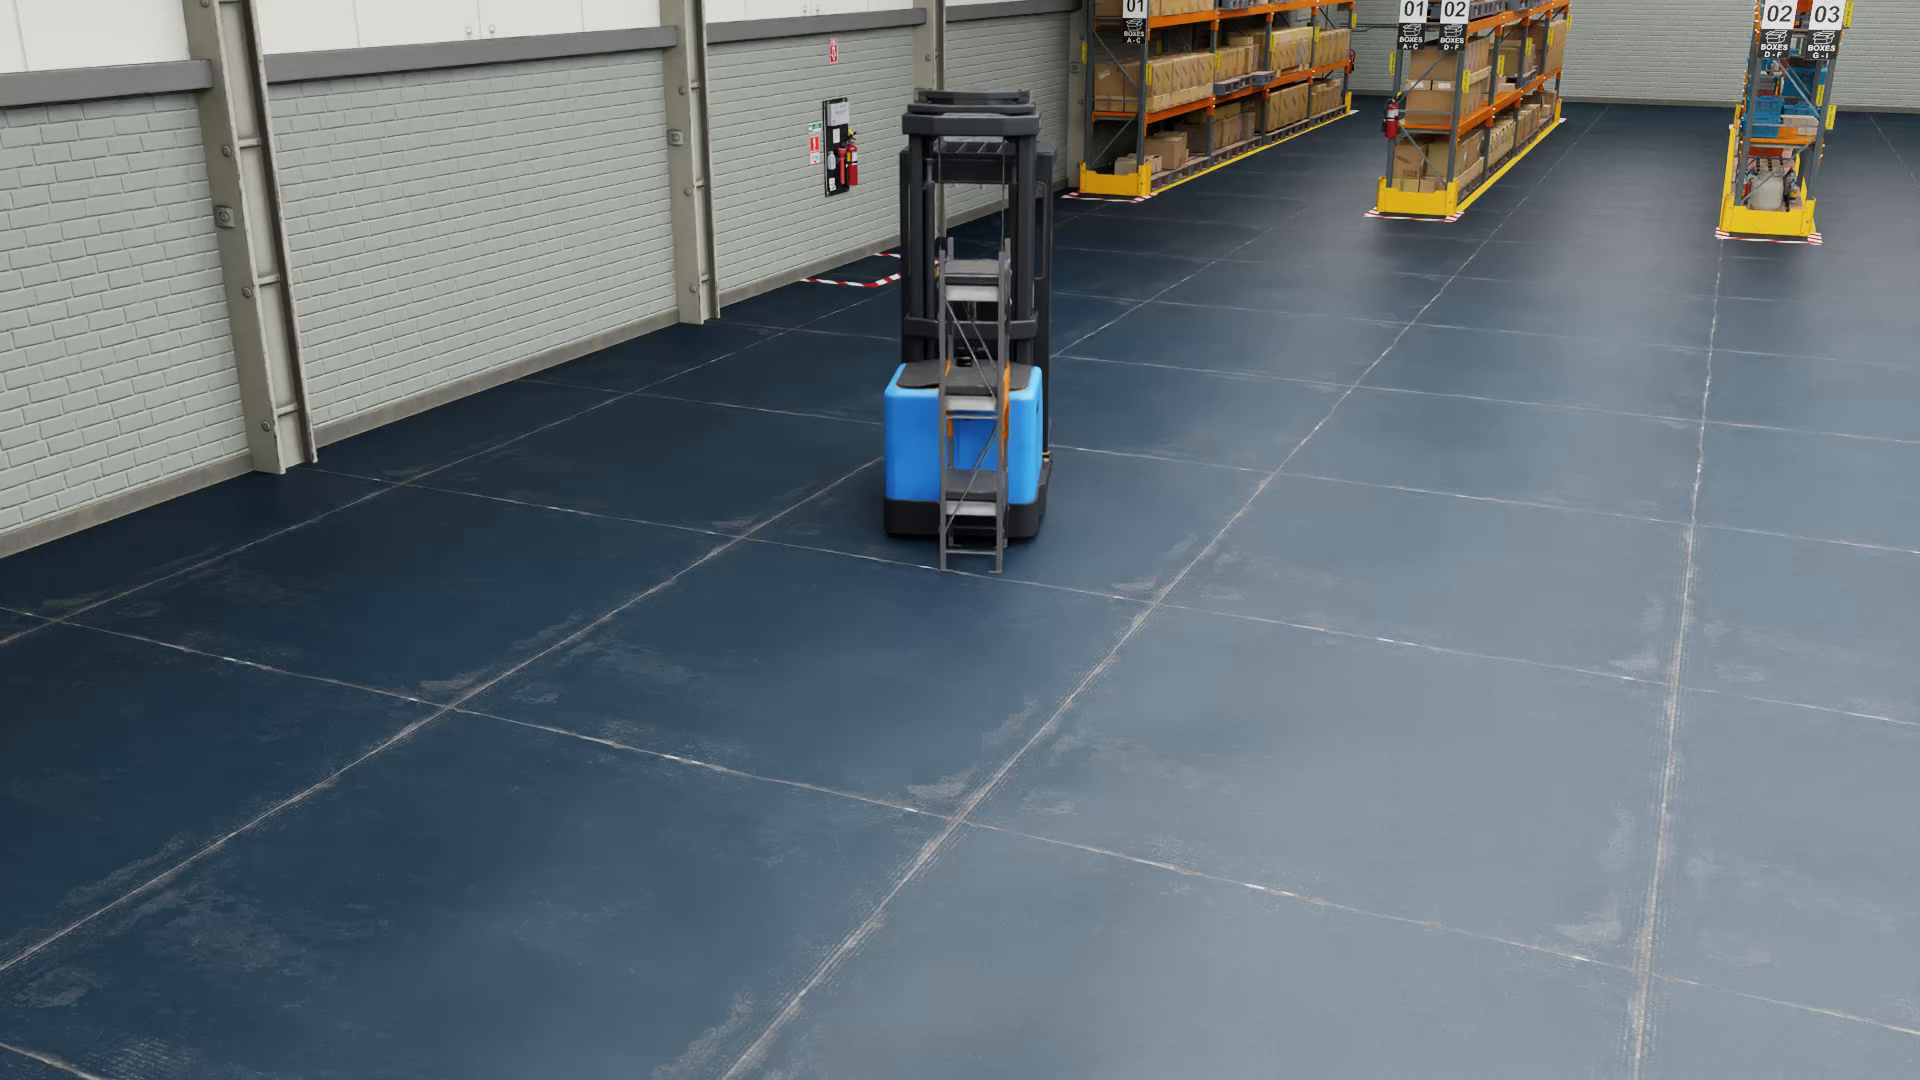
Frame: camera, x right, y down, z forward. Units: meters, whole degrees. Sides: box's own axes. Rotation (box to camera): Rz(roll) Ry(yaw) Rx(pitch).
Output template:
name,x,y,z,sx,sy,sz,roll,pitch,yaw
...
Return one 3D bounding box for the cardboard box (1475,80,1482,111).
name,x,y,z,sx,sy,sz,roll,pitch,yaw
cardboard box,8.317,-7.466,27.837,0.700,0.500,0.500,8,21,22

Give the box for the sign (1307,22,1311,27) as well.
name,x,y,z,sx,sy,sz,roll,pitch,yaw
sign,8.592,-12.588,40.977,0.100,0.325,0.005,9,21,23

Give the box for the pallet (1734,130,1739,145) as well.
name,x,y,z,sx,sy,sz,roll,pitch,yaw
pallet,16.762,-8.399,34.770,1.003,0.211,1.213,9,21,23

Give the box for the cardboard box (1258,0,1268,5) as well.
name,x,y,z,sx,sy,sz,roll,pitch,yaw
cardboard box,5.772,-10.742,32.825,0.500,0.311,0.500,9,21,23

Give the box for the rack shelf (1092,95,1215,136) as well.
name,x,y,z,sx,sy,sz,roll,pitch,yaw
rack shelf,3.363,-7.446,29.002,1.077,0.370,4.000,9,21,23

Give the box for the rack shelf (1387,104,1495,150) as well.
name,x,y,z,sx,sy,sz,roll,pitch,yaw
rack shelf,7.884,-6.767,27.094,1.077,0.370,4.000,9,21,23

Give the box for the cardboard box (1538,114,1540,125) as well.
name,x,y,z,sx,sy,sz,roll,pitch,yaw
cardboard box,12.348,-9.202,36.224,0.500,0.311,0.500,9,21,23

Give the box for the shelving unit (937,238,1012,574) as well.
name,x,y,z,sx,sy,sz,roll,pitch,yaw
shelving unit,0.096,-0.857,10.745,0.431,2.100,0.503,2,20,5

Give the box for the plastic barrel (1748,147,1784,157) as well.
name,x,y,z,sx,sy,sz,roll,pitch,yaw
plastic barrel,15.043,-7.587,30.937,0.600,0.830,0.708,9,21,23

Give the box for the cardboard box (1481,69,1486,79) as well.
name,x,y,z,sx,sy,sz,roll,pitch,yaw
cardboard box,8.579,-7.802,27.813,0.380,0.149,0.250,8,21,21

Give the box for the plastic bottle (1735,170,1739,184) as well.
name,x,y,z,sx,sy,sz,roll,pitch,yaw
plastic bottle,12.690,-5.921,27.057,0.097,0.271,0.097,0,20,0

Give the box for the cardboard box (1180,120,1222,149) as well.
name,x,y,z,sx,sy,sz,roll,pitch,yaw
cardboard box,4.634,-7.818,32.049,0.700,0.500,0.500,8,21,22

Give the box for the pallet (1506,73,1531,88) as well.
name,x,y,z,sx,sy,sz,roll,pitch,yaw
pallet,10.555,-9.067,32.773,1.213,0.211,1.003,9,21,23

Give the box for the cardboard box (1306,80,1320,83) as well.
name,x,y,z,sx,sy,sz,roll,pitch,yaw
cardboard box,8.460,-10.997,40.049,0.380,0.149,0.250,9,21,23

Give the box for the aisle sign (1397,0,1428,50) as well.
name,x,y,z,sx,sy,sz,roll,pitch,yaw
aisle sign,6.770,-7.740,24.876,0.394,0.787,0.004,9,21,23

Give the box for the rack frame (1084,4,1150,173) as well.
name,x,y,z,sx,sy,sz,roll,pitch,yaw
rack frame,2.544,-7.173,27.163,1.000,3.000,0.127,9,21,23

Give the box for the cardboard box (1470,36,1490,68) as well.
name,x,y,z,sx,sy,sz,roll,pitch,yaw
cardboard box,8.527,-8.239,28.075,0.700,0.500,0.500,9,21,23

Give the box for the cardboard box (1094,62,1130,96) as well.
name,x,y,z,sx,sy,sz,roll,pitch,yaw
cardboard box,2.543,-7.639,27.546,0.500,0.500,0.500,8,21,22

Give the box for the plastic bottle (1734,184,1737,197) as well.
name,x,y,z,sx,sy,sz,roll,pitch,yaw
plastic bottle,11.966,-5.401,25.577,0.061,0.283,0.133,9,22,24

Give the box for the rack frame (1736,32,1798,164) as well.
name,x,y,z,sx,sy,sz,roll,pitch,yaw
rack frame,14.859,-8.260,30.217,1.000,3.000,0.127,9,21,23

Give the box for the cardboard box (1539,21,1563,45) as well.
name,x,y,z,sx,sy,sz,roll,pitch,yaw
cardboard box,13.272,-11.417,37.453,0.500,0.500,0.500,9,22,24

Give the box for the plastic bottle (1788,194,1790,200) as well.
name,x,y,z,sx,sy,sz,roll,pitch,yaw
plastic bottle,12.652,-5.246,25.263,0.097,0.201,0.097,0,20,0

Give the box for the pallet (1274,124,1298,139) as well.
name,x,y,z,sx,sy,sz,roll,pitch,yaw
pallet,6.713,-8.907,36.200,1.003,0.211,1.213,9,21,23

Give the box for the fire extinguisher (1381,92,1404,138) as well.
name,x,y,z,sx,sy,sz,roll,pitch,yaw
fire extinguisher,6.593,-6.486,25.345,0.296,0.674,0.183,9,21,23

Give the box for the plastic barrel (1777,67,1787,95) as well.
name,x,y,z,sx,sy,sz,roll,pitch,yaw
plastic barrel,14.945,-8.140,29.678,0.600,0.536,0.708,9,21,23

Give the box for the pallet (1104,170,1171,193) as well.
name,x,y,z,sx,sy,sz,roll,pitch,yaw
pallet,2.940,-6.126,28.380,1.003,0.211,1.213,9,21,23

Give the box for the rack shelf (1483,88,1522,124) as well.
name,x,y,z,sx,sy,sz,roll,pitch,yaw
rack shelf,9.522,-7.990,30.533,1.077,0.370,4.000,9,21,23

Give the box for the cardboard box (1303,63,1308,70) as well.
name,x,y,z,sx,sy,sz,roll,pitch,yaw
cardboard box,7.496,-10.510,36.891,0.380,0.149,0.250,9,21,24

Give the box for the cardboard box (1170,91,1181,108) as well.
name,x,y,z,sx,sy,sz,roll,pitch,yaw
cardboard box,3.447,-7.533,28.369,0.500,0.250,0.500,8,21,22

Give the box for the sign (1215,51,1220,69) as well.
name,x,y,z,sx,sy,sz,roll,pitch,yaw
sign,4.680,-8.732,30.253,0.100,0.325,0.005,9,21,23

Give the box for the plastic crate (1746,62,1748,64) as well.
name,x,y,z,sx,sy,sz,roll,pitch,yaw
plastic crate,17.526,-10.492,36.799,0.250,0.136,0.298,9,21,23

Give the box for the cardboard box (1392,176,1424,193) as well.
name,x,y,z,sx,sy,sz,roll,pitch,yaw
cardboard box,7.015,-5.602,26.220,0.500,0.250,0.500,9,21,23

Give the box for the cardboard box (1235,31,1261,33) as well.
name,x,y,z,sx,sy,sz,roll,pitch,yaw
cardboard box,5.985,-10.501,34.777,0.500,0.250,0.500,8,21,21

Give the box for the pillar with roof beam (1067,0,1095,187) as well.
name,x,y,z,sx,sy,sz,roll,pitch,yaw
pillar with roof beam,5.969,-9.742,25.432,9.100,9.000,0.400,9,21,23

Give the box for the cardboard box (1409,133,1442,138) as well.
name,x,y,z,sx,sy,sz,roll,pitch,yaw
cardboard box,7.615,-6.416,27.390,0.500,0.500,0.500,9,21,23

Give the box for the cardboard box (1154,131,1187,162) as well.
name,x,y,z,sx,sy,sz,roll,pitch,yaw
cardboard box,3.794,-7.103,30.039,0.500,0.500,0.500,7,21,19

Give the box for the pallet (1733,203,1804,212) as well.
name,x,y,z,sx,sy,sz,roll,pitch,yaw
pallet,11.908,-4.777,24.587,1.003,0.211,1.213,9,21,23

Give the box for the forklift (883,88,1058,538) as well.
name,x,y,z,sx,sy,sz,roll,pitch,yaw
forklift,0.139,-1.847,12.288,1.130,2.935,3.031,2,20,5

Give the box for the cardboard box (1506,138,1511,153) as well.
name,x,y,z,sx,sy,sz,roll,pitch,yaw
cardboard box,10.140,-7.490,31.531,0.500,0.250,0.500,8,21,22

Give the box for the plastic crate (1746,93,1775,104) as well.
name,x,y,z,sx,sy,sz,roll,pitch,yaw
plastic crate,13.676,-7.508,28.420,0.450,0.188,0.662,9,21,23

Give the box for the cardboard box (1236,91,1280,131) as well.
name,x,y,z,sx,sy,sz,roll,pitch,yaw
cardboard box,6.241,-9.011,34.911,0.750,0.750,0.750,8,21,22

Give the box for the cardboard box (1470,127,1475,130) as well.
name,x,y,z,sx,sy,sz,roll,pitch,yaw
cardboard box,9.230,-7.513,30.756,0.500,0.311,0.500,8,21,22

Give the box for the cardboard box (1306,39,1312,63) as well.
name,x,y,z,sx,sy,sz,roll,pitch,yaw
cardboard box,7.499,-10.863,36.914,0.500,0.500,0.500,8,21,22

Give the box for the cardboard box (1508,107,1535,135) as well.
name,x,y,z,sx,sy,sz,roll,pitch,yaw
cardboard box,11.623,-8.699,34.527,0.500,0.500,0.500,9,21,23

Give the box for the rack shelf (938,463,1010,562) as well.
name,x,y,z,sx,sy,sz,roll,pitch,yaw
rack shelf,0.096,-0.185,10.985,0.431,0.518,0.480,2,20,5

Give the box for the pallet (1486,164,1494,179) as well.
name,x,y,z,sx,sy,sz,roll,pitch,yaw
pallet,8.969,-6.634,29.809,1.003,0.211,1.213,9,21,23

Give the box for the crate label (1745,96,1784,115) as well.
name,x,y,z,sx,sy,sz,roll,pitch,yaw
crate label,12.090,-6.430,25.021,0.502,0.435,0.616,9,21,23

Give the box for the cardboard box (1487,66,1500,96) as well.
name,x,y,z,sx,sy,sz,roll,pitch,yaw
cardboard box,9.669,-8.472,30.666,0.500,0.500,0.500,7,21,20

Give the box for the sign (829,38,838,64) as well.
name,x,y,z,sx,sy,sz,roll,pitch,yaw
sign,-1.556,-6.025,20.474,0.001,0.298,0.199,9,21,23

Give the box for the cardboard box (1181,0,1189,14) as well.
name,x,y,z,sx,sy,sz,roll,pitch,yaw
cardboard box,3.571,-9.196,28.196,0.500,0.500,0.500,10,22,26
